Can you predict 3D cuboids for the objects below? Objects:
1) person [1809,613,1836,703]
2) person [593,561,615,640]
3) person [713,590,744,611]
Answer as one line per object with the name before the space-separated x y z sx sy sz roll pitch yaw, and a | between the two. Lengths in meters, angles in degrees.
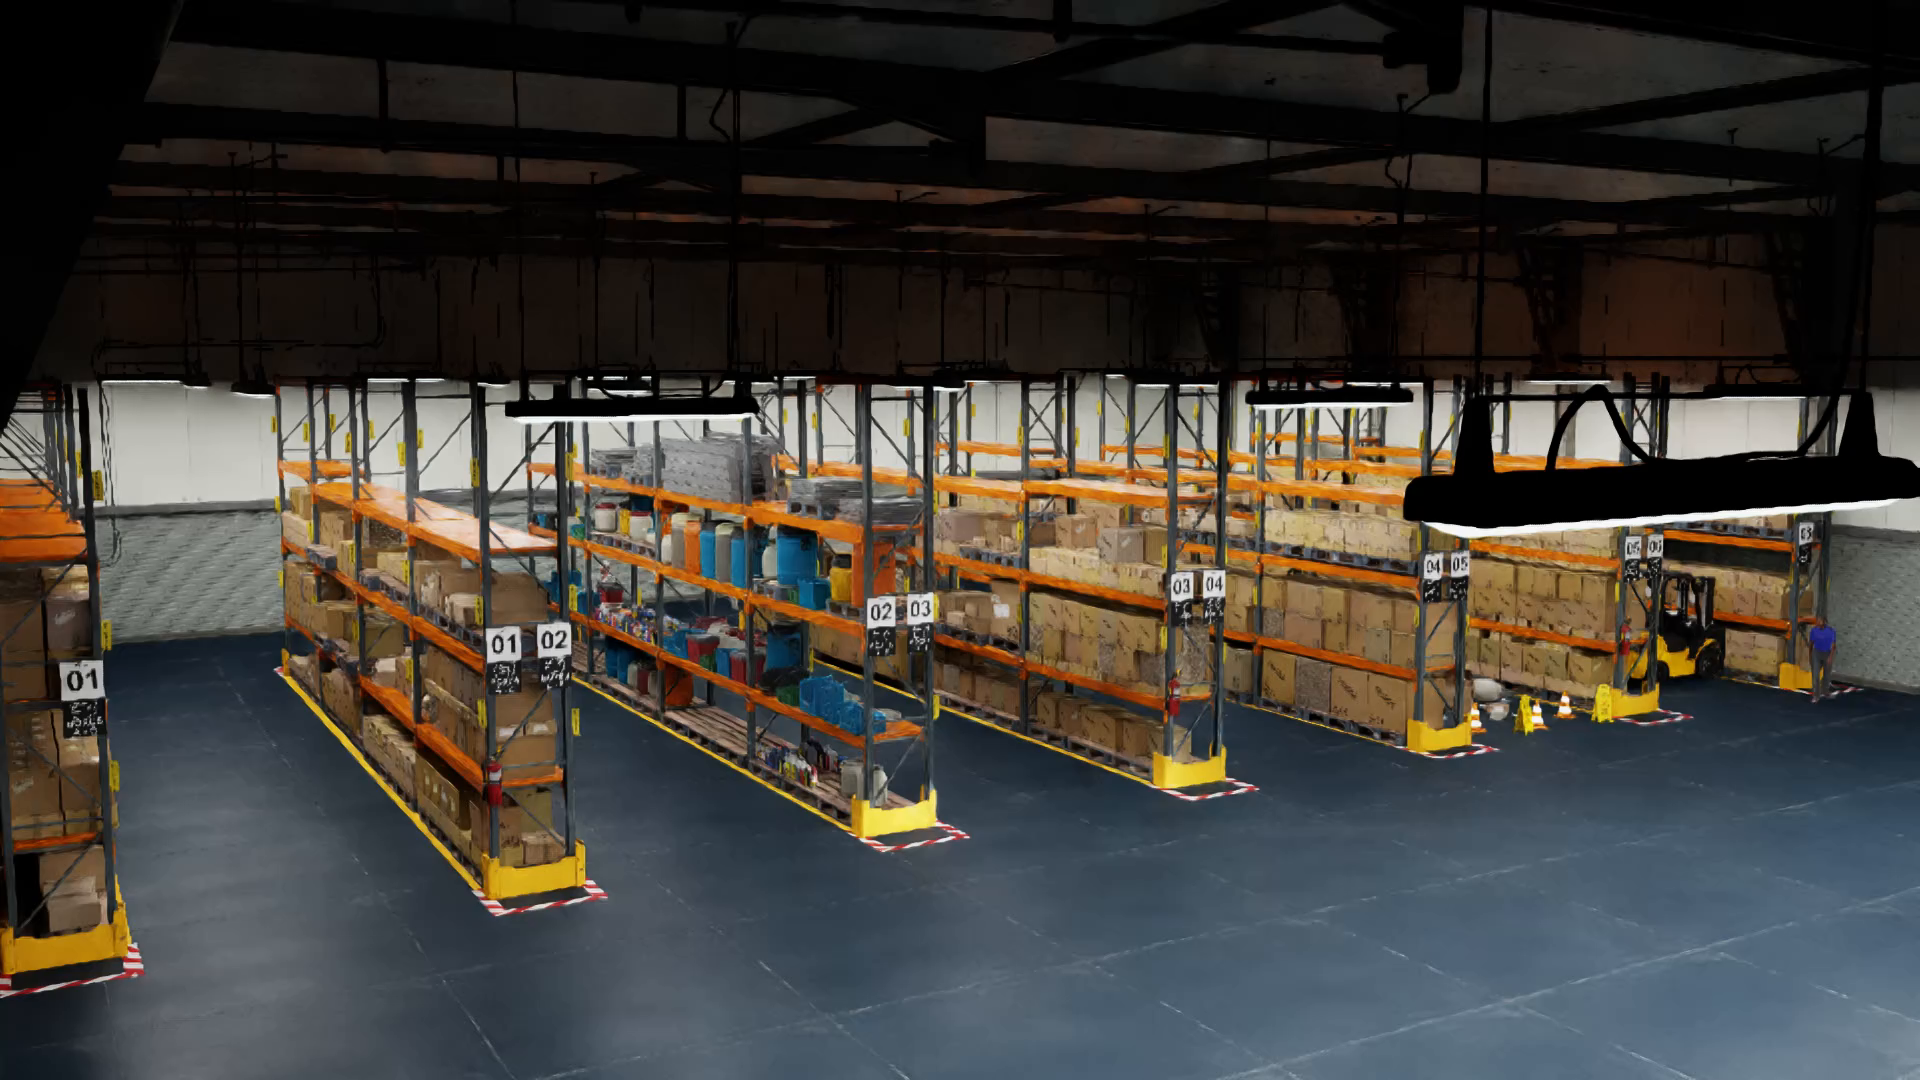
person | 15.945 2.155 30.737 0.480 1.642 0.676 4 7 31
person | -7.922 1.357 37.307 0.499 1.790 0.643 -5 8 -41
person | -5.903 0.951 41.430 0.843 1.695 0.706 6 8 42
